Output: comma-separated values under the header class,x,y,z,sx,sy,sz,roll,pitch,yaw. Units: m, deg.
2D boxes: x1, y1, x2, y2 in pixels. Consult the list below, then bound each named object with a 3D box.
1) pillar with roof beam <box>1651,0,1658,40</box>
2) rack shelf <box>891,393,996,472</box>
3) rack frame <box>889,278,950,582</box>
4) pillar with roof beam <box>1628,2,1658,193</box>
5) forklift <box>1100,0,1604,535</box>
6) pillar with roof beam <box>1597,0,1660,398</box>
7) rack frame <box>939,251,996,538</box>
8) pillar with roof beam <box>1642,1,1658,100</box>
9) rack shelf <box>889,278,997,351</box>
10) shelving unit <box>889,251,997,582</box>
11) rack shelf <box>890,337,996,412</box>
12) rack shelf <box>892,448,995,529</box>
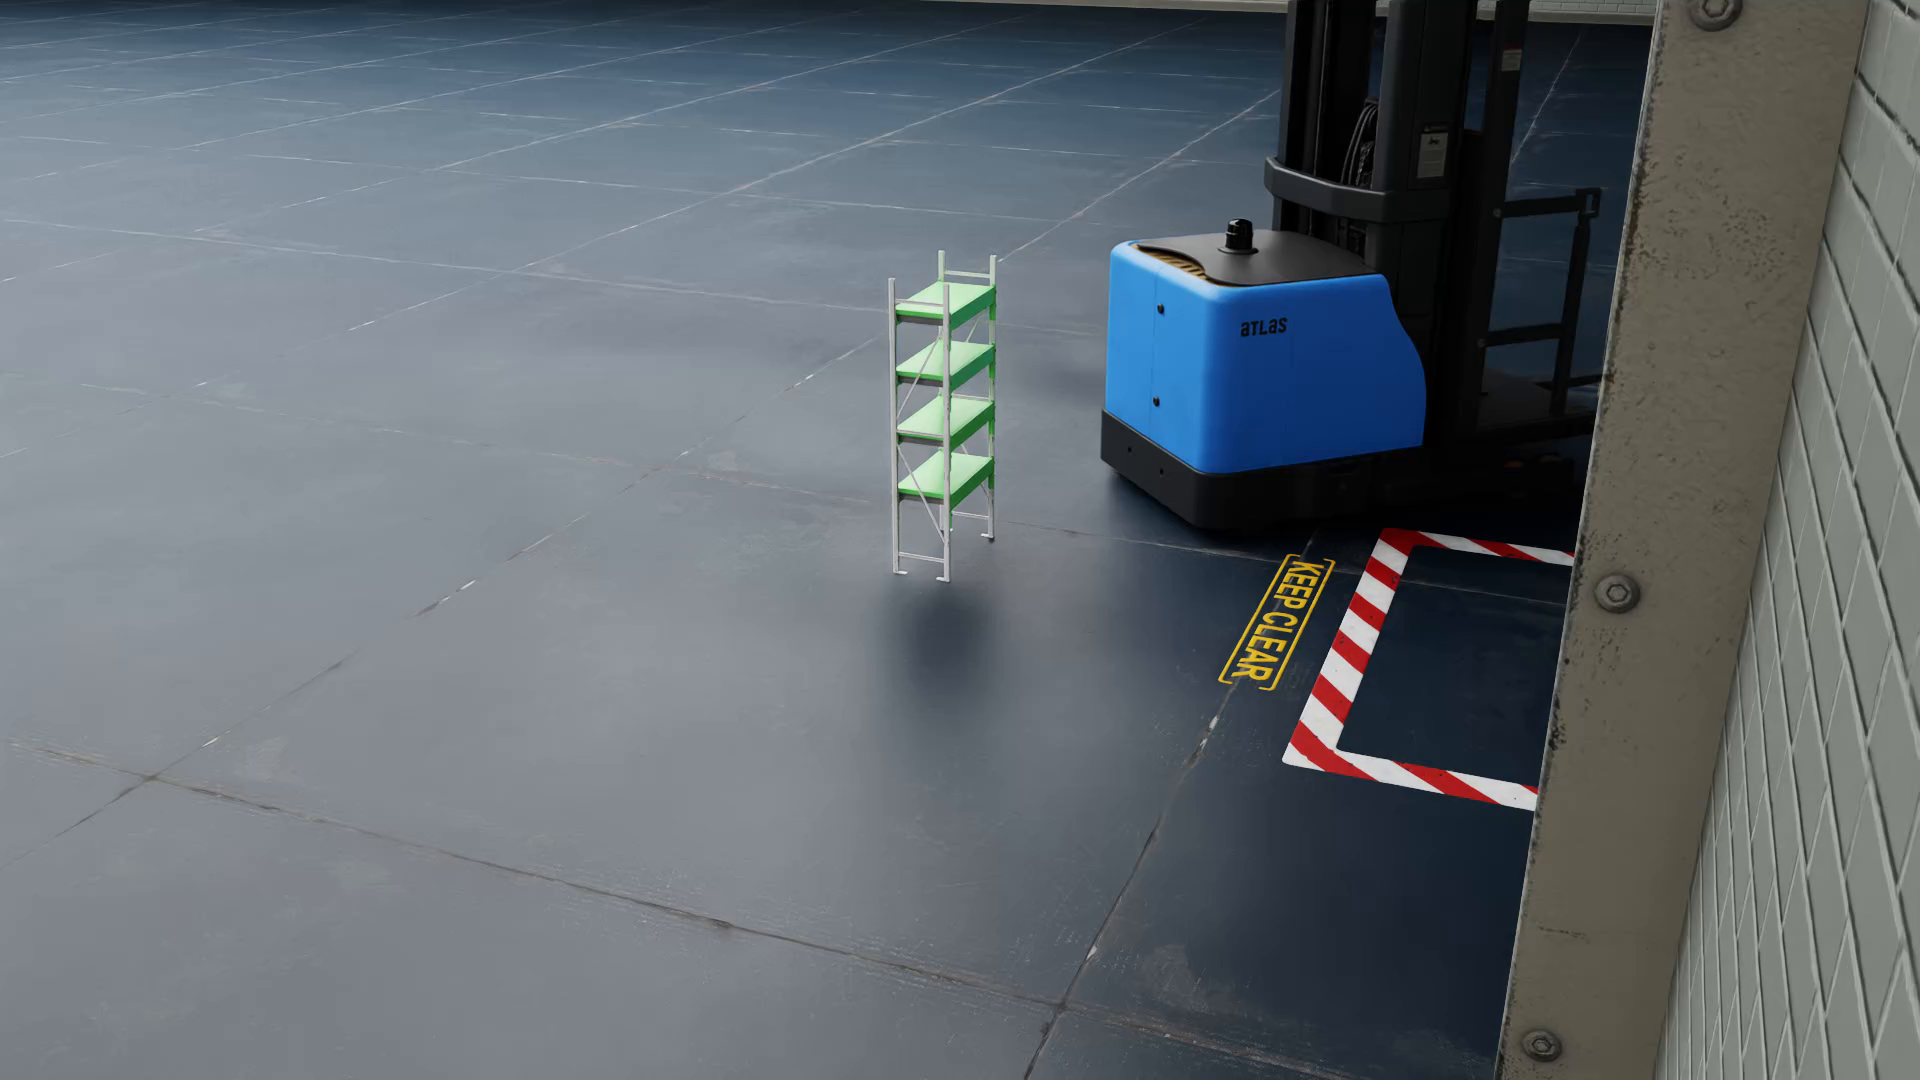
class,x,y,z,sx,sy,sz,roll,pitch,yaw
pillar with roof beam,6.273,-12.012,24.066,9.100,9.000,0.400,9,24,20
rack shelf,-0.061,-0.435,6.637,0.258,0.148,0.480,9,24,20
rack frame,-0.152,-0.407,6.403,0.240,1.200,0.015,9,24,20
pillar with roof beam,1.816,-7.717,13.786,9.100,9.000,0.400,9,24,20
forklift,2.221,-1.717,7.294,3.031,2.935,1.130,-9,24,-20
pillar with roof beam,-0.413,-5.570,8.645,9.100,9.000,0.400,9,24,20
rack frame,0.029,-0.582,6.821,0.240,1.200,0.015,9,24,20
pillar with roof beam,4.044,-9.864,18.926,9.100,9.000,0.400,9,24,20
rack shelf,-0.061,-0.878,6.452,0.258,0.148,0.480,9,24,20
shelving unit,-0.061,-0.494,6.612,0.258,1.200,0.503,9,24,20
rack shelf,-0.061,-0.657,6.545,0.258,0.148,0.480,9,24,20
rack shelf,-0.061,-0.214,6.730,0.258,0.148,0.480,9,24,20
